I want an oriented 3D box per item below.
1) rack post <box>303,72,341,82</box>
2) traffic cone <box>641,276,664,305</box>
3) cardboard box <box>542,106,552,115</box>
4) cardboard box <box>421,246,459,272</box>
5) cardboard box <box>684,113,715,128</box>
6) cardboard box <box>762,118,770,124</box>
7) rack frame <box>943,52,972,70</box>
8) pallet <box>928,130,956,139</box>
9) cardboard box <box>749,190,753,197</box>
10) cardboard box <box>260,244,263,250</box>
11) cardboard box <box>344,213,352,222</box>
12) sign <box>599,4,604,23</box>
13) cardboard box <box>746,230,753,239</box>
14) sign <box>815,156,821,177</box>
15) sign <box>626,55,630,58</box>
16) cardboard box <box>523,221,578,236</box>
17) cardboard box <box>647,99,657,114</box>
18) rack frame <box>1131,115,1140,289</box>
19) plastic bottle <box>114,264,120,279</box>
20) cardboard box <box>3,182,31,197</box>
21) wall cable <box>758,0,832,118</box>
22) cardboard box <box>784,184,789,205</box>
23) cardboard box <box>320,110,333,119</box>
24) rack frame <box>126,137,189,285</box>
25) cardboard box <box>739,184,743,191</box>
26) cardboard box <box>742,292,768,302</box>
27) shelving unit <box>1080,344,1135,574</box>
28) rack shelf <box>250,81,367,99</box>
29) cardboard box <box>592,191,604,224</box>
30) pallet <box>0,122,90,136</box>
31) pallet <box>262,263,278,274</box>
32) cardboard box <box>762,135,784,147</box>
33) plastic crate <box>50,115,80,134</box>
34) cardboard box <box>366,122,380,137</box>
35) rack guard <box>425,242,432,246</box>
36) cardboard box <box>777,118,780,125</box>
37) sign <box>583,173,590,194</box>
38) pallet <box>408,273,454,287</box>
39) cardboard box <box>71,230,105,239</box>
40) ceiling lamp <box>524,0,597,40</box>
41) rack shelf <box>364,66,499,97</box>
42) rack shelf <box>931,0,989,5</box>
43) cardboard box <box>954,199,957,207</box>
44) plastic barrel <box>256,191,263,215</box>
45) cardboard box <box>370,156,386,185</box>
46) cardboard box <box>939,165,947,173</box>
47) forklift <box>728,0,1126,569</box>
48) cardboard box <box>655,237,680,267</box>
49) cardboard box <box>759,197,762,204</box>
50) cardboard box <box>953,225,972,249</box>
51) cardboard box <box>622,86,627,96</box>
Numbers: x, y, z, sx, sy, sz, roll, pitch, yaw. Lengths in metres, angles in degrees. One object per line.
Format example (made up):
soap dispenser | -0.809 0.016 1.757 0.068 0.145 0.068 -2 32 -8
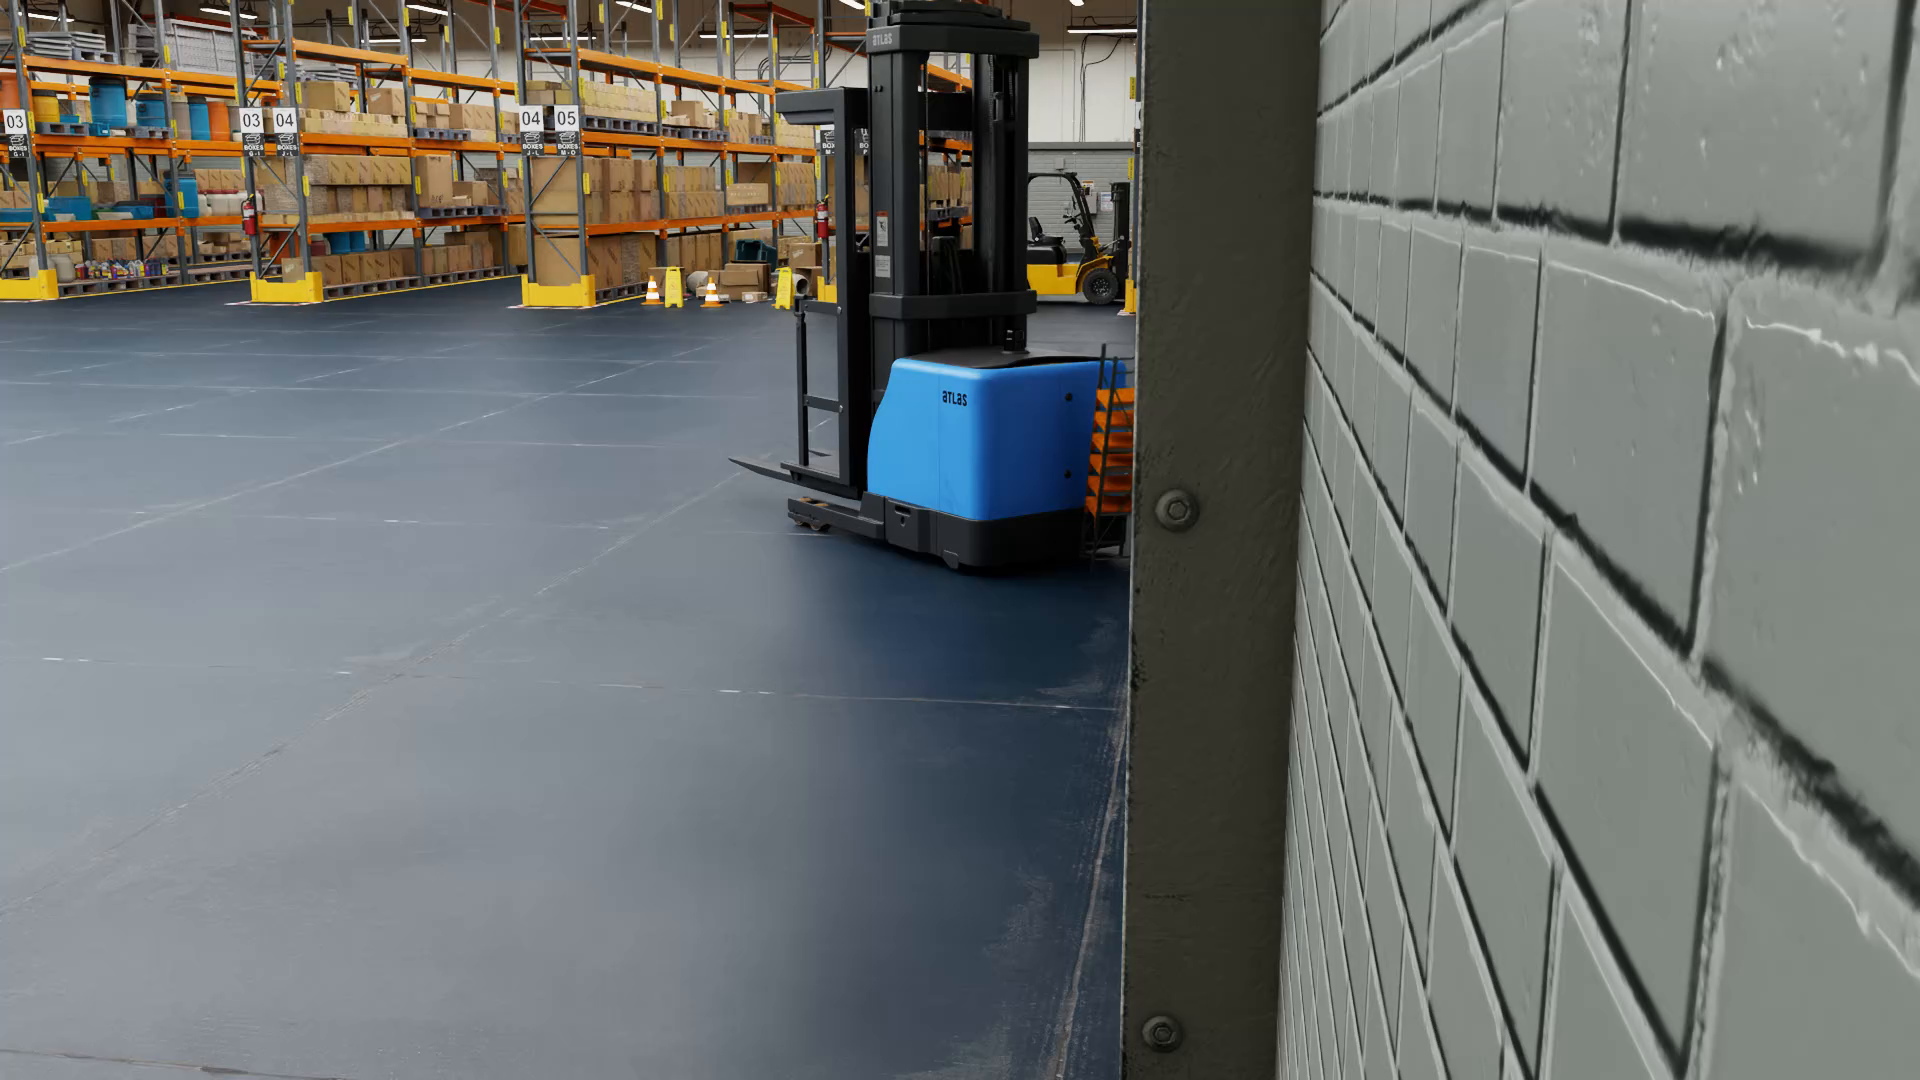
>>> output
rack post | -14.742 -10.456 37.839 0.937 0.300 0.954 3 13 15
traffic cone | -5.138 -4.178 27.780 0.336 0.463 0.334 2 12 9
cardboard box | -6.906 -7.031 27.241 0.380 0.149 0.250 2 12 9
cardboard box | -10.599 -5.703 33.725 0.700 0.500 0.500 1 12 4
cardboard box | -5.256 -8.468 33.525 0.500 0.311 0.500 2 12 9
cardboard box | -4.493 -9.736 38.654 0.380 0.149 0.250 2 12 8
rack frame | 0.130 -10.645 37.526 1.000 3.000 0.127 2 12 9
pallet | -0.744 -7.762 31.717 1.213 0.211 1.003 2 12 9
cardboard box | -4.842 -7.715 37.067 0.380 0.149 0.250 2 12 9
cardboard box | -18.826 -7.815 44.317 0.380 0.166 0.250 2 12 9
cardboard box | -11.043 -5.724 29.531 0.380 0.149 0.250 2 12 9
sign | -6.545 -9.629 30.408 0.100 0.325 0.005 2 12 9
cardboard box | -4.880 -6.712 36.676 0.500 0.250 0.500 2 12 9
sign | -2.261 -5.957 26.514 0.100 0.325 0.005 2 12 9
sign | -8.513 -12.273 42.677 0.100 0.325 0.005 2 12 9
cardboard box | -9.741 -7.066 39.206 1.225 0.875 0.875 2 12 9
cardboard box | -5.829 -7.868 30.177 0.500 0.250 0.500 2 12 8
rack frame | 3.190 -5.054 25.824 1.000 3.000 0.127 2 12 9
plastic bottle | -15.762 -5.015 31.078 0.097 0.271 0.097 0 12 0
cardboard box | -24.246 -8.773 42.372 0.980 0.700 0.700 2 12 10
wall cable | -4.772 -14.436 47.484 2.277 5.999 0.120 2 12 9
cardboard box | -4.383 -8.244 39.682 0.500 0.500 0.500 2 12 9
cardboard box | -11.072 -7.335 28.696 0.380 0.149 0.250 2 12 11
rack frame | -15.787 -6.528 32.665 1.000 3.000 0.127 2 12 9
cardboard box | -4.968 -7.700 36.291 0.380 0.149 0.250 2 12 11
cardboard box | -3.510 -4.158 28.436 0.380 0.149 0.250 10 15 38
shelving unit | 0.811 -0.408 8.514 0.258 1.200 0.189 -3 27 -14
rack shelf | -14.864 -10.163 37.946 1.077 0.370 4.000 2 12 9
cardboard box | -6.547 -5.620 28.097 0.875 0.550 0.550 2 12 9
pallet | -16.178 -7.239 29.290 1.003 0.211 1.213 2 12 9
pallet | -15.091 -6.163 37.590 1.003 0.211 1.213 2 12 9
cardboard box | -4.445 -9.332 38.912 0.500 0.250 0.500 3 12 12
plastic crate | -16.406 -7.561 30.374 0.392 0.384 0.575 2 12 9
cardboard box | -10.868 -7.443 30.145 0.500 0.250 0.500 2 12 8
rack guard | -13.950 -7.810 44.545 1.175 0.500 0.348 2 12 9
cardboard box | -4.418 -9.792 38.912 0.380 0.149 0.250 1 12 6
sign | -6.075 -5.796 27.024 0.100 0.325 0.005 2 12 9
pallet | -10.774 -5.167 32.966 1.003 0.211 1.213 2 12 9
cardboard box | -20.149 -7.096 38.409 0.500 0.250 0.500 2 12 11
ceiling lamp | -11.040 -15.289 45.223 2.000 3.185 0.800 2 12 9
rack shelf | -10.585 -9.169 33.338 1.077 0.370 4.000 2 12 9
rack shelf | -0.178 -11.501 35.320 1.077 0.370 4.000 2 12 9
cardboard box | -0.267 -6.774 33.404 0.380 0.149 0.250 2 12 8
plastic barrel | -15.119 -7.194 35.491 0.421 0.512 0.421 0 12 0
cardboard box | -10.843 -6.740 30.331 0.500 0.500 0.500 2 12 9
cardboard box | -0.458 -7.246 32.517 0.380 0.149 0.250 1 12 6
forklift | -0.367 -1.539 9.679 1.130 2.935 3.031 -9 15 -35
cardboard box | -6.001 -5.424 31.883 1.050 0.750 0.750 2 12 8
cardboard box | -4.722 -7.739 37.882 0.380 0.149 0.250 2 12 8
cardboard box | -0.156 -6.372 35.989 0.875 0.875 0.875 2 12 9
cardboard box | -5.982 -7.771 28.780 0.380 0.149 0.250 2 12 9
